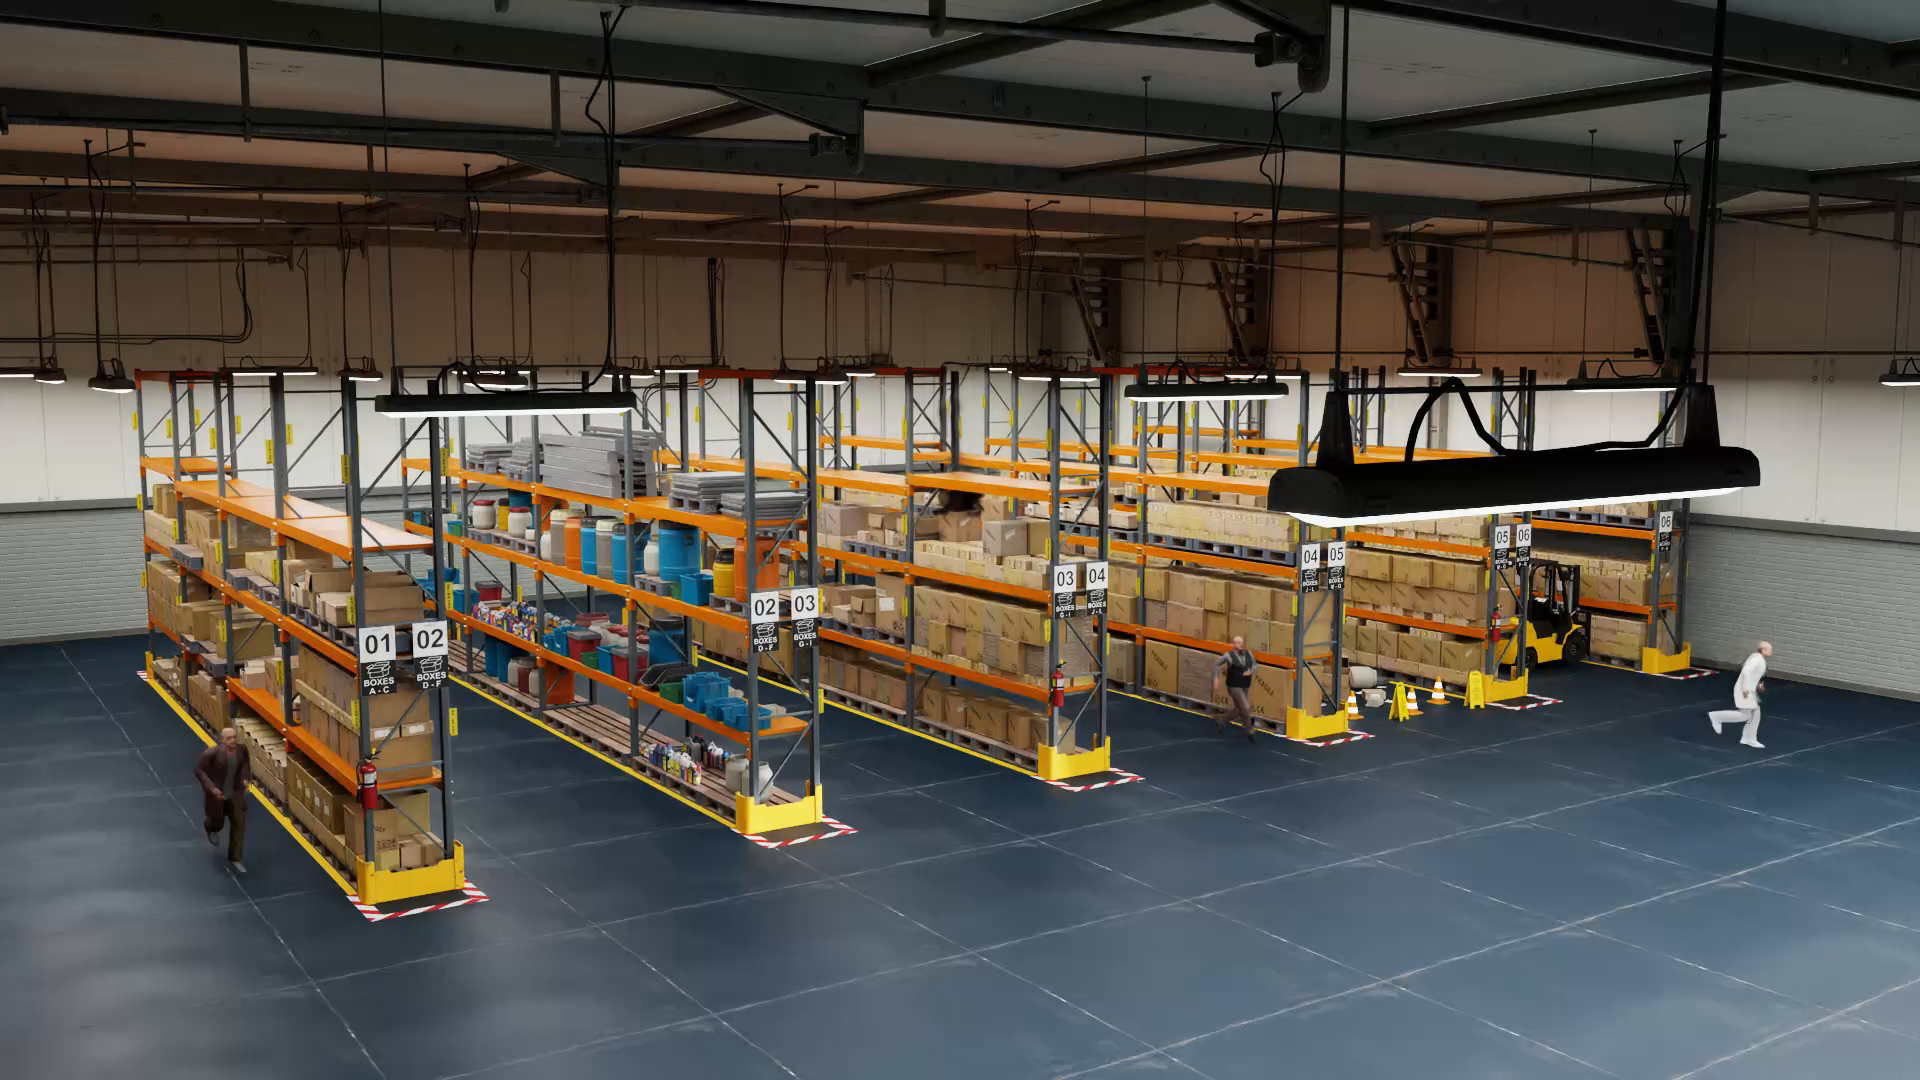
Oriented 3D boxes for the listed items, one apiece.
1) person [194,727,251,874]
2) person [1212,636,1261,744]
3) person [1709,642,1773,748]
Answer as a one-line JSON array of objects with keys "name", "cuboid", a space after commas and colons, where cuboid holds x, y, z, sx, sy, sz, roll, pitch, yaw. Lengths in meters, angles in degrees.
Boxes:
[{"name": "person", "cuboid": [-9.104, 3.165, 20.568, 0.714, 1.778, 1.108, -6, 9, -43]}, {"name": "person", "cuboid": [4.534, 2.435, 27.158, 0.717, 1.740, 0.817, -5, 8, -37]}, {"name": "person", "cuboid": [12.613, 2.475, 26.884, 0.887, 1.727, 0.712, 3, 7, 21]}]
